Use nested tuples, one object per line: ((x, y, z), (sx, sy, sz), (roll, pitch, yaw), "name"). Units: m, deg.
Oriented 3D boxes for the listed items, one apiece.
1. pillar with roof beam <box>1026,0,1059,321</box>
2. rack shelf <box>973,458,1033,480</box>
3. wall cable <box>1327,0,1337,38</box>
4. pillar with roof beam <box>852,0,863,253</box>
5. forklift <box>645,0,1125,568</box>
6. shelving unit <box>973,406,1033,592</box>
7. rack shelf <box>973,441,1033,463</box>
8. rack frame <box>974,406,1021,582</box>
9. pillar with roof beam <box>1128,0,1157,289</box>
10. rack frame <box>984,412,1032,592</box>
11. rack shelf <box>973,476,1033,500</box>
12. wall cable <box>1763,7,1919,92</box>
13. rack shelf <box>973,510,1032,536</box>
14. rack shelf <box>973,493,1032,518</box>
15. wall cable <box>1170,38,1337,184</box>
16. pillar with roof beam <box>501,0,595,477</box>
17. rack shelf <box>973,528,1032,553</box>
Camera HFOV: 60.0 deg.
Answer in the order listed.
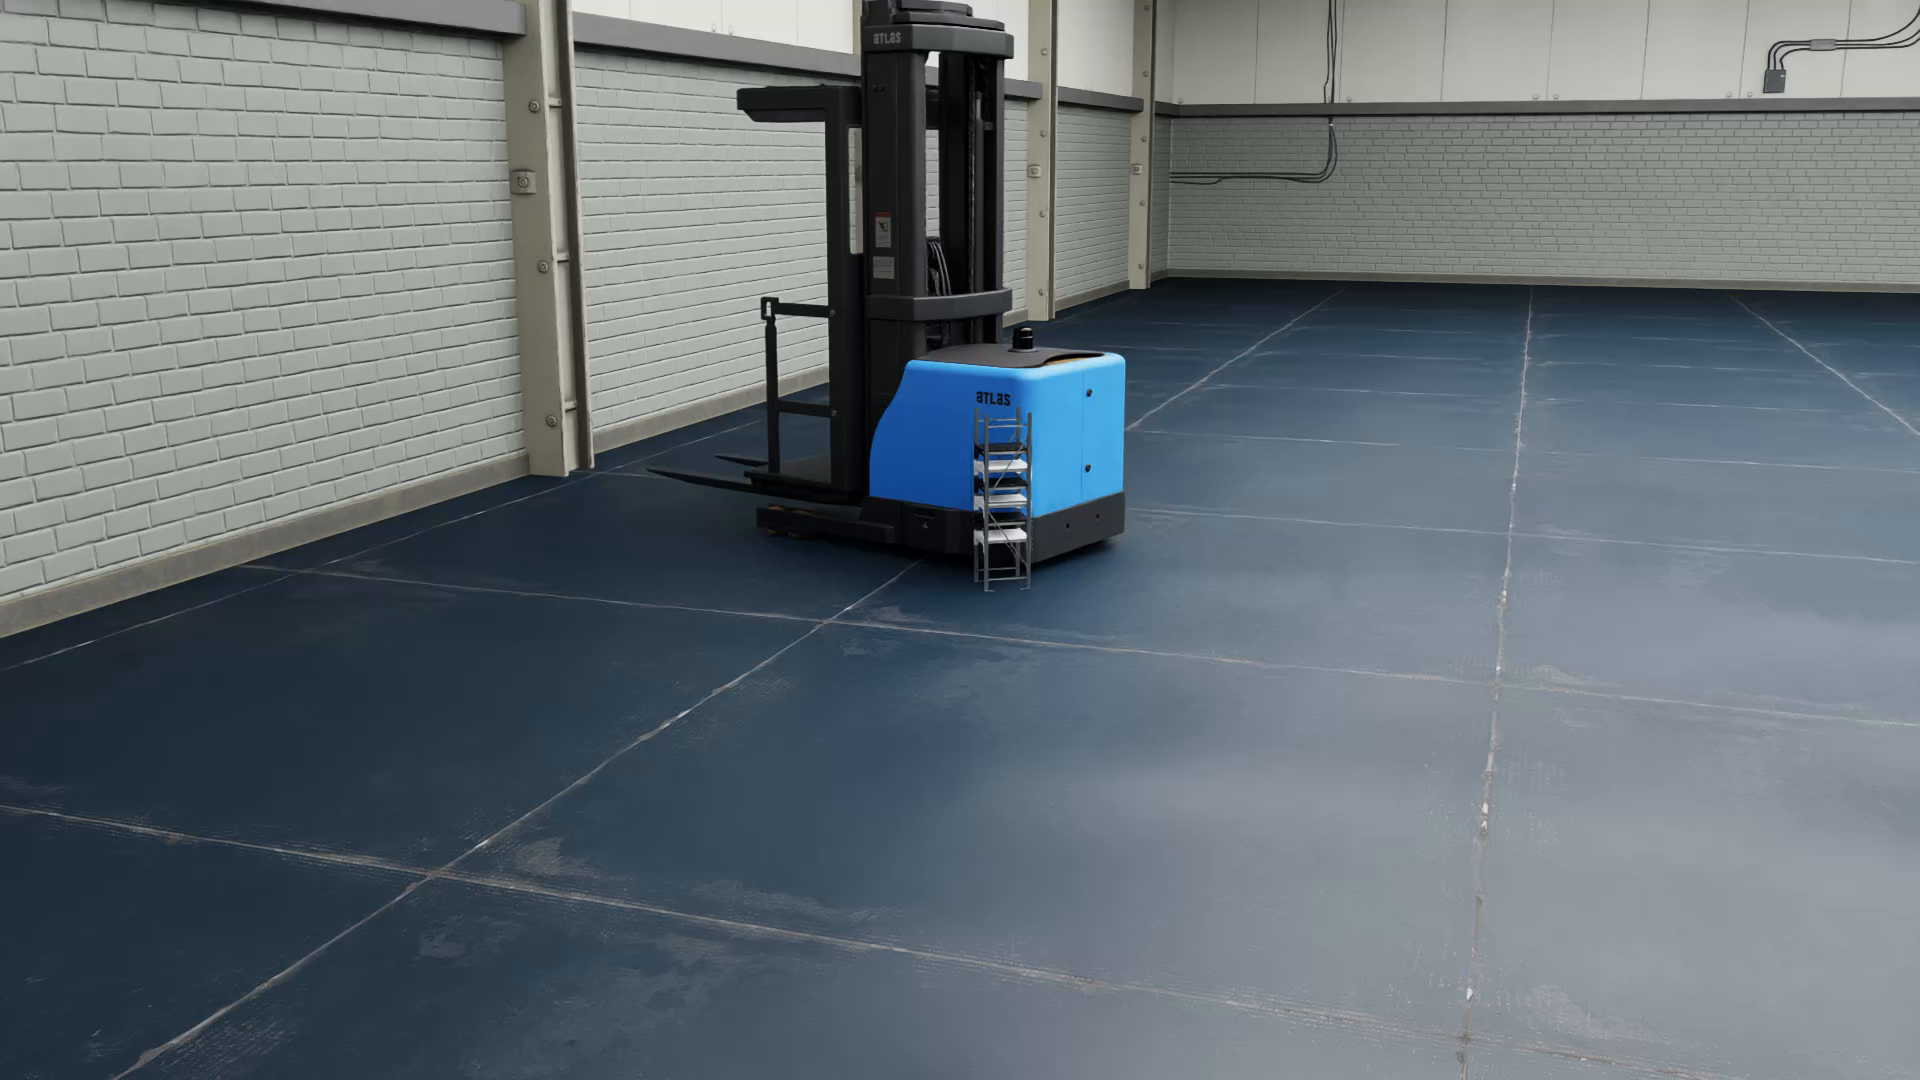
((5.166, -7.090, 20.330), (9.100, 9.000, 0.400), (4, 14, 18), "pillar with roof beam")
((0.214, -0.350, 8.339), (0.258, 0.077, 0.200), (-3, 13, -13), "rack shelf")
((7.799, -9.942, 28.454), (3.097, 2.526, 0.112), (4, 14, 18), "wall cable")
((3.225, -5.827, 14.795), (9.100, 9.000, 0.400), (4, 14, 18), "pillar with roof beam")
((-0.563, -1.520, 9.561), (3.031, 2.935, 1.130), (9, 16, 35), "forklift")
((0.214, -0.207, 8.372), (0.258, 0.900, 0.210), (-3, 13, -13), "shelving unit")
((0.214, -0.438, 8.319), (0.258, 0.077, 0.200), (-3, 13, -13), "rack shelf")
((0.190, -0.229, 8.468), (0.240, 0.900, 0.006), (-3, 13, -13), "rack frame")
((7.108, -8.354, 25.865), (9.100, 9.000, 0.400), (4, 14, 18), "pillar with roof beam")
((0.237, -0.185, 8.276), (0.240, 0.900, 0.006), (-3, 13, -13), "rack frame")
((0.214, -0.262, 8.359), (0.258, 0.077, 0.200), (-3, 13, -13), "rack shelf")
((14.216, -10.160, 26.136), (2.305, 6.003, 0.169), (4, 14, 18), "wall cable")
((0.214, -0.087, 8.399), (0.258, 0.077, 0.200), (-3, 13, -13), "rack shelf")
((0.214, -0.174, 8.379), (0.258, 0.077, 0.200), (-3, 13, -13), "rack shelf")
((5.239, -7.675, 29.869), (3.097, 2.526, 0.112), (4, 14, 18), "wall cable")
((1.284, -4.564, 9.260), (9.100, 9.000, 0.400), (4, 14, 18), "pillar with roof beam")
((0.214, 0.001, 8.419), (0.258, 0.077, 0.200), (-3, 13, -13), "rack shelf")
